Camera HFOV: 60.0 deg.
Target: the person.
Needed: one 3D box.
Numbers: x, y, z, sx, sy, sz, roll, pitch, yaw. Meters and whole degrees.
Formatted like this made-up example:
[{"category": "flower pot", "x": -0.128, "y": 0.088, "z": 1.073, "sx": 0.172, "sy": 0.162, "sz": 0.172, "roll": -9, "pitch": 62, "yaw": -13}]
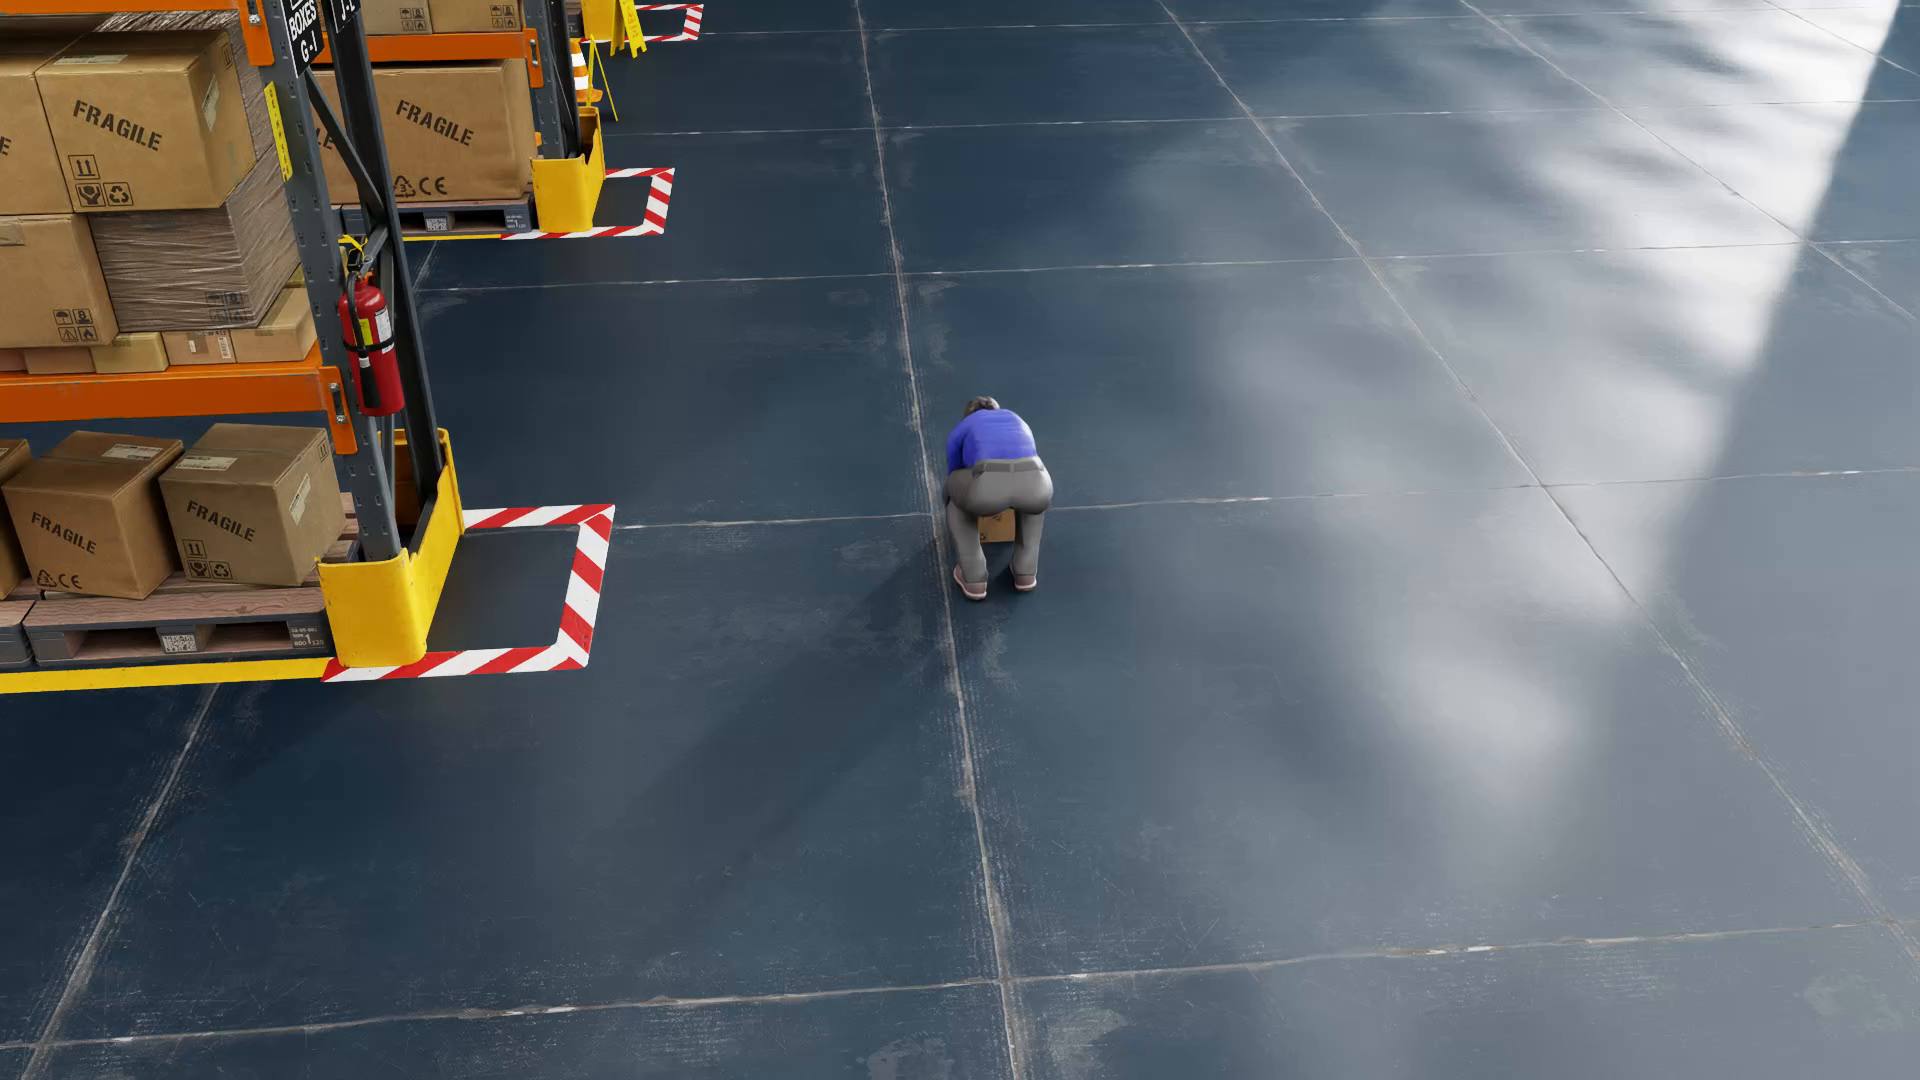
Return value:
[{"category": "person", "x": 0.152, "y": -0.193, "z": 7.349, "sx": 0.462, "sy": 0.775, "sz": 0.871, "roll": -4, "pitch": 31, "yaw": -6}]
